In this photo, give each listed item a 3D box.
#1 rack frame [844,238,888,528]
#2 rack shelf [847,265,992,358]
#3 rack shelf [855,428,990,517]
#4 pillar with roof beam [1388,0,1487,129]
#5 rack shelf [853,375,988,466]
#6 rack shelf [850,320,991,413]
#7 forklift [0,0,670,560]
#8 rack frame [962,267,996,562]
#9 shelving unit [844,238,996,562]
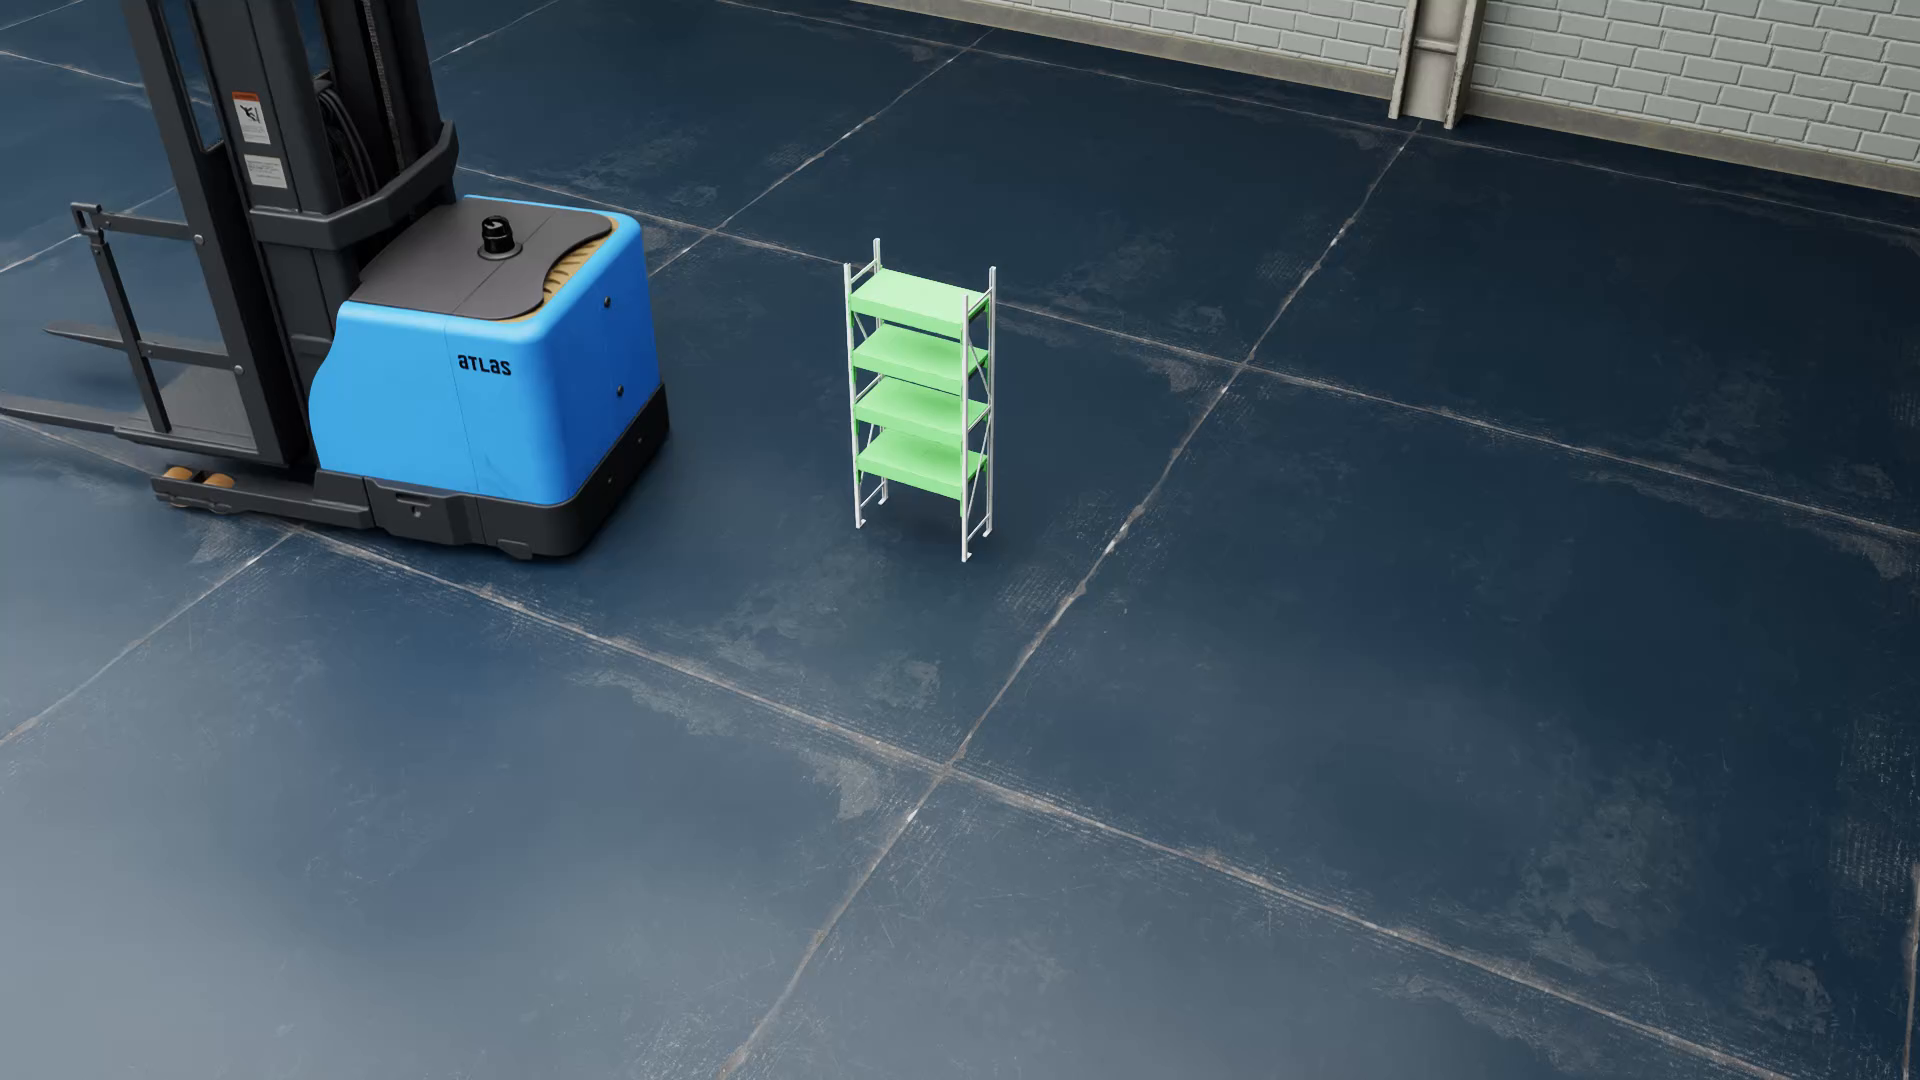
[{"bbox_3d":[-0.364,-0.592,6.537,0.015,1.200,0.240,17,41,21],"label":"rack frame"},{"bbox_3d":[-0.147,-0.855,6.196,0.480,0.148,0.258,17,41,21],"label":"rack shelf"},{"bbox_3d":[-0.147,-0.282,6.632,0.480,0.148,0.258,17,41,21],"label":"rack shelf"},{"bbox_3d":[0.879,-3.880,4.418,0.400,9.000,9.100,17,41,21],"label":"pillar with roof beam"},{"bbox_3d":[-0.147,-0.473,6.486,0.480,0.148,0.258,17,41,21],"label":"rack shelf"},{"bbox_3d":[-0.147,-0.664,6.341,0.480,0.148,0.258,17,41,21],"label":"rack shelf"},{"bbox_3d":[-2.845,-1.571,6.396,3.031,2.935,1.130,9,38,12],"label":"forklift"},{"bbox_3d":[0.070,-0.456,6.358,0.015,1.200,0.240,17,41,21],"label":"rack frame"},{"bbox_3d":[-0.147,-0.524,6.448,0.503,1.200,0.258,17,41,21],"label":"shelving unit"}]
